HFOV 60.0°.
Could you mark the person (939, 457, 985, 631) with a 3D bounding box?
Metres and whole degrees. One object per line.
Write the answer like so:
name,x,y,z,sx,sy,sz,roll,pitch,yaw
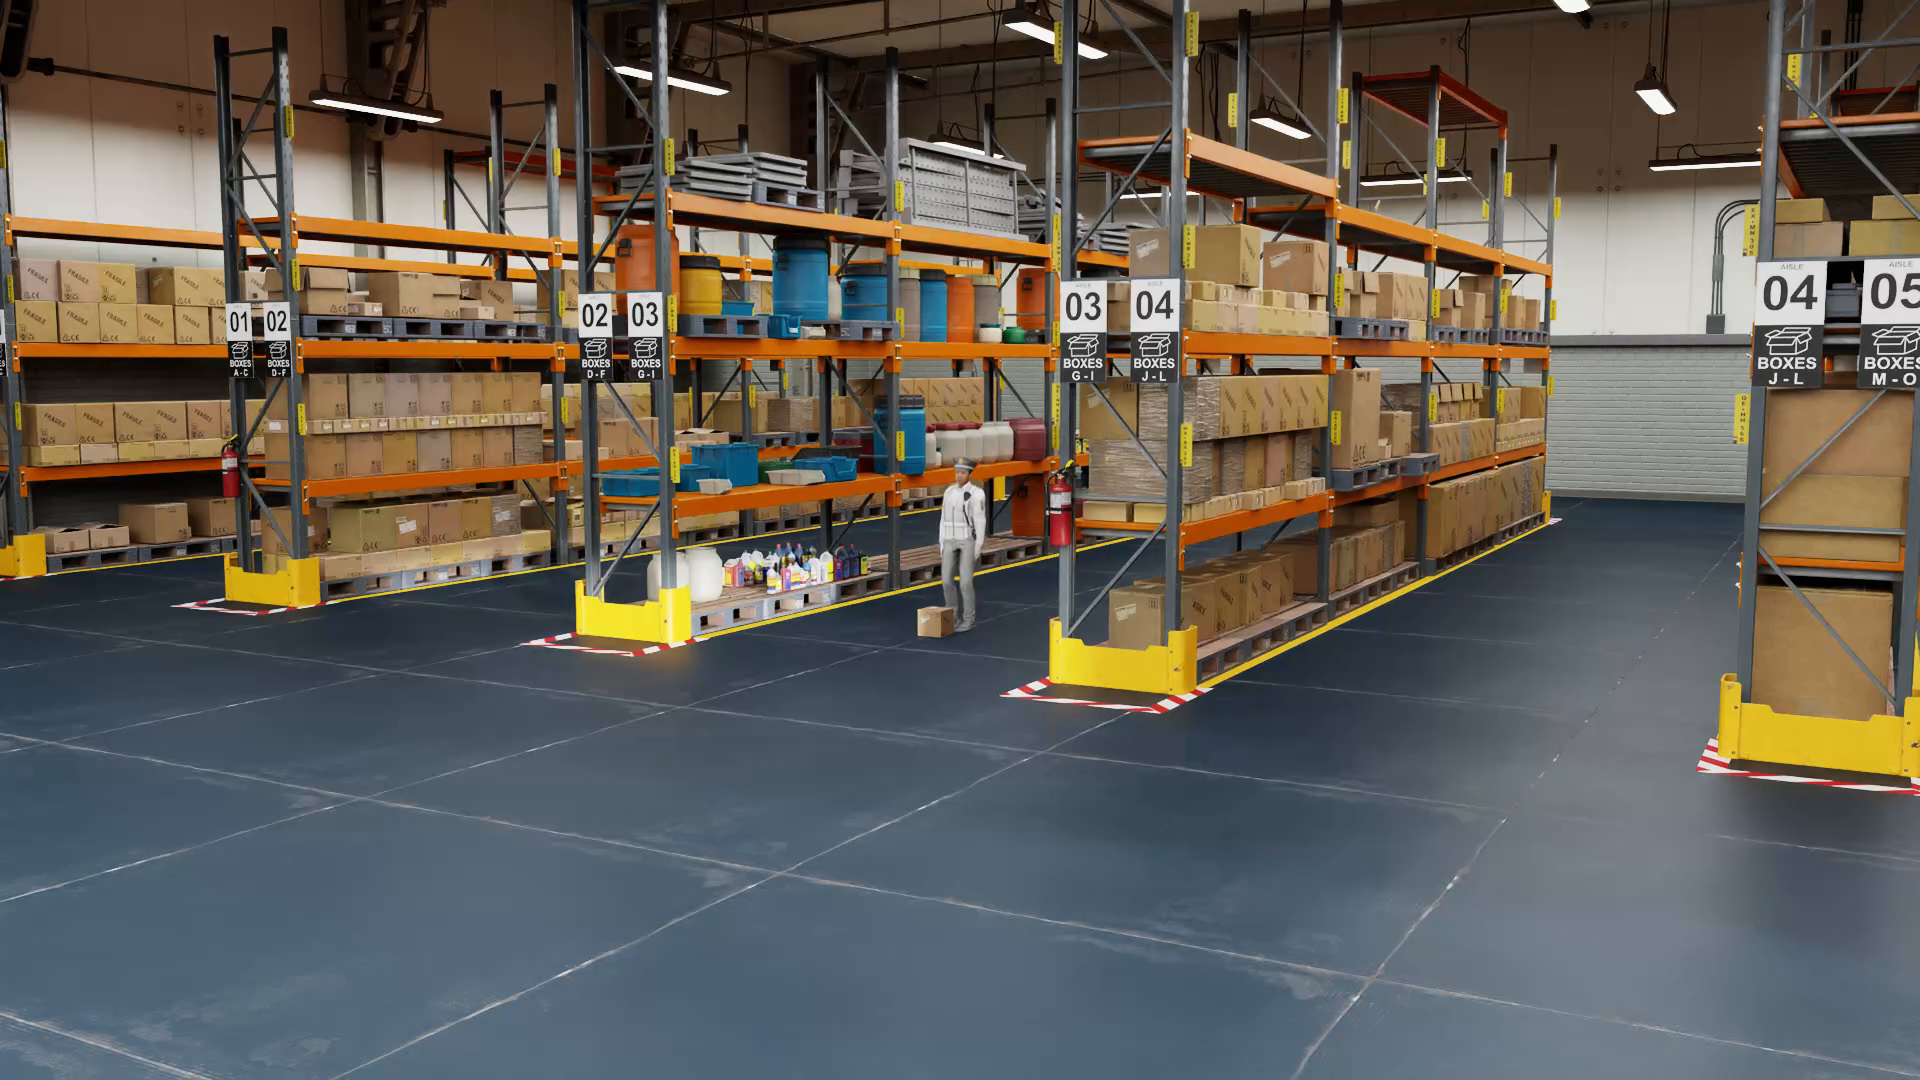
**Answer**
person,0.009,0.056,16.065,0.473,1.723,0.380,4,7,30
